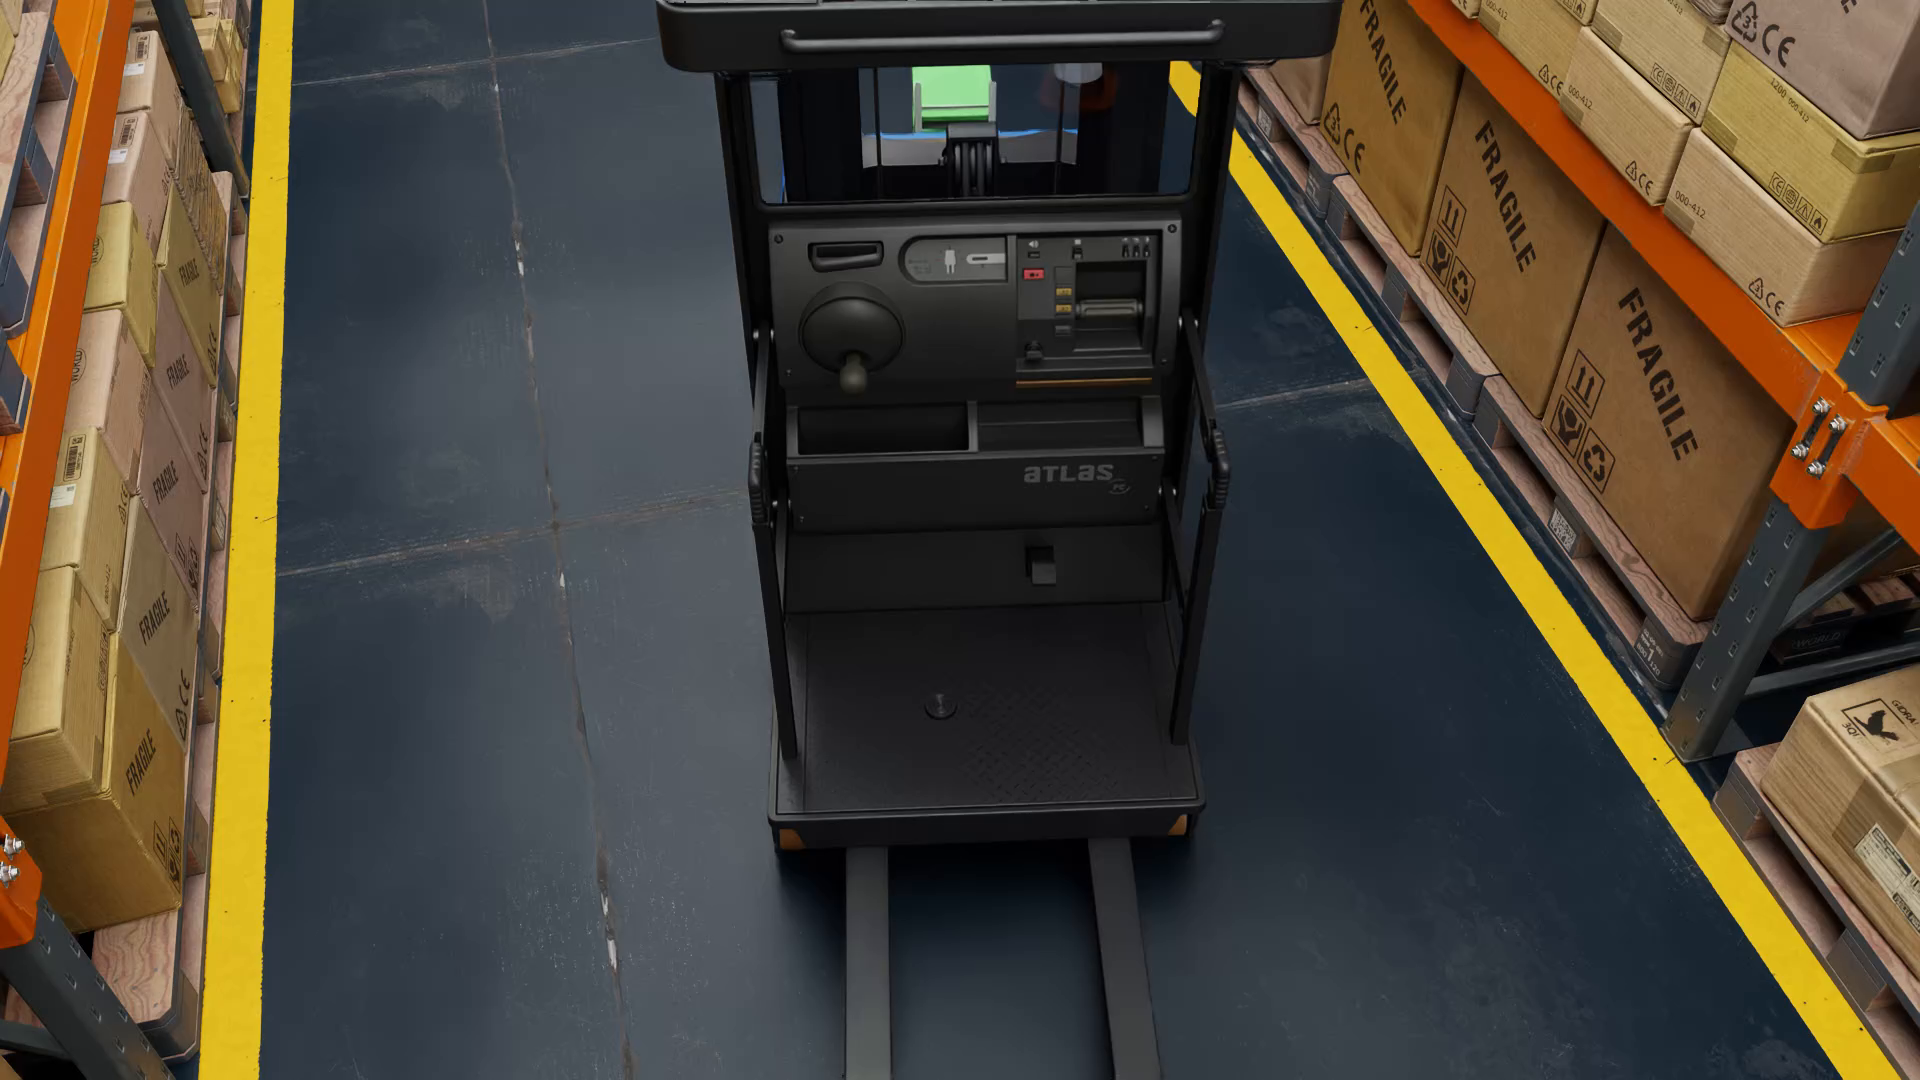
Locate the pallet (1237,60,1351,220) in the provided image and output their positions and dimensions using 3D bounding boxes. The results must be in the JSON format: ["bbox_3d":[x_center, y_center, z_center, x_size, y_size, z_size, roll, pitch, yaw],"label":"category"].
[{"bbox_3d":[1.726,-1.821,6.887,1.003,0.211,1.213,-11,47,-10],"label":"pallet"}]

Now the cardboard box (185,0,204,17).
[{"bbox_3d":[-3.205,-2.175,6.567,0.380,0.149,0.250,-9,46,-8],"label":"cardboard box"}]

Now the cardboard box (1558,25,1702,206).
[{"bbox_3d":[1.953,-1.154,4.385,0.500,0.250,0.500,-10,46,-10],"label":"cardboard box"}]

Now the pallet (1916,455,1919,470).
[{"bbox_3d":[2.765,-0.015,3.299,1.213,0.211,1.003,-11,47,-10],"label":"pallet"}]

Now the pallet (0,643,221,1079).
[{"bbox_3d":[-2.479,0.857,4.263,1.003,0.211,1.213,-11,47,-10],"label":"pallet"}]

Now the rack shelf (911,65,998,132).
[{"bbox_3d":[-0.026,-1.395,5.194,0.258,0.148,0.480,-2,46,-2],"label":"rack shelf"}]

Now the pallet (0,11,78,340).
[{"bbox_3d":[-2.826,-0.872,4.138,1.003,0.211,1.213,-11,47,-10],"label":"pallet"}]

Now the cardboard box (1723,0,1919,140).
[{"bbox_3d":[2.094,-1.249,3.603,0.500,0.500,0.500,-12,47,-11],"label":"cardboard box"}]

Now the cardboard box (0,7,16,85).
[{"bbox_3d":[-2.674,-1.264,4.270,0.380,0.149,0.250,-9,46,-9],"label":"cardboard box"}]

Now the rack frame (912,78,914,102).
[{"bbox_3d":[-0.037,-1.277,5.662,0.240,1.200,0.015,-2,46,-2],"label":"rack frame"}]

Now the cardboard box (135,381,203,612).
[{"bbox_3d":[-2.482,-0.087,4.691,0.500,0.500,0.500,-12,47,-11],"label":"cardboard box"}]

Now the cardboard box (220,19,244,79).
[{"bbox_3d":[-3.155,-1.984,6.796,0.380,0.149,0.250,-9,46,-9],"label":"cardboard box"}]

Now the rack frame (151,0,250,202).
[{"bbox_3d":[-3.304,-2.341,5.444,1.000,3.000,0.127,-11,47,-10],"label":"rack frame"}]

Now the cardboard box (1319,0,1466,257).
[{"bbox_3d":[1.930,-1.684,5.994,0.875,0.875,0.875,-9,46,-9],"label":"cardboard box"}]

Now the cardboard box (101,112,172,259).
[{"bbox_3d":[-2.750,-1.051,5.110,0.500,0.250,0.500,-9,46,-8],"label":"cardboard box"}]

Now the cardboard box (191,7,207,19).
[{"bbox_3d":[-3.239,-2.062,6.664,0.380,0.149,0.250,-10,46,-10],"label":"cardboard box"}]

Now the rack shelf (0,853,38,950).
[{"bbox_3d":[-1.768,2.053,1.642,1.077,0.370,4.000,-11,47,-10],"label":"rack shelf"}]

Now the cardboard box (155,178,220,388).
[{"bbox_3d":[-2.740,-0.794,5.384,0.500,0.500,0.500,-12,47,-11],"label":"cardboard box"}]

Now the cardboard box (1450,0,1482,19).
[{"bbox_3d":[1.682,-1.851,5.069,0.500,0.250,0.500,-11,47,-11],"label":"cardboard box"}]

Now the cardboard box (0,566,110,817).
[{"bbox_3d":[-2.222,0.365,3.723,0.500,0.250,0.500,-13,47,-12],"label":"cardboard box"}]

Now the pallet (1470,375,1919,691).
[{"bbox_3d":[2.350,-0.137,5.236,1.003,0.211,1.213,-11,47,-10],"label":"pallet"}]

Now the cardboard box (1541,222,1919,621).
[{"bbox_3d":[2.383,-0.450,4.784,0.875,0.875,0.875,-11,47,-11],"label":"cardboard box"}]

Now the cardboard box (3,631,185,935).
[{"bbox_3d":[-2.214,0.613,4.005,0.500,0.500,0.500,-13,47,-12],"label":"cardboard box"}]

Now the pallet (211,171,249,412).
[{"bbox_3d":[-3.103,-0.828,5.914,1.003,0.211,1.213,-11,47,-10],"label":"pallet"}]

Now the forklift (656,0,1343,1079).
[{"bbox_3d":[0.049,-0.443,3.632,1.130,2.935,3.031,-2,46,-2],"label":"forklift"}]

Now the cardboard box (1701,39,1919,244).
[{"bbox_3d":[2.110,-0.965,3.850,0.500,0.250,0.500,-11,47,-10],"label":"cardboard box"}]

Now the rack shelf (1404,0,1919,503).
[{"bbox_3d":[1.967,-1.684,5.303,1.077,0.370,4.000,-11,47,-10],"label":"rack shelf"}]

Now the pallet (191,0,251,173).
[{"bbox_3d":[-3.510,-1.823,6.888,1.003,0.211,1.213,-11,47,-10],"label":"pallet"}]

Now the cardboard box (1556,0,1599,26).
[{"bbox_3d":[1.824,-1.668,4.539,0.500,0.250,0.500,-12,47,-11],"label":"cardboard box"}]

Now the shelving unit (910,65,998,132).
[{"bbox_3d":[-0.026,-1.103,5.491,0.258,1.200,0.503,-2,46,-2],"label":"shelving unit"}]

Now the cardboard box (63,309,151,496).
[{"bbox_3d":[-2.467,-0.329,4.403,0.500,0.250,0.500,-10,46,-10],"label":"cardboard box"}]
